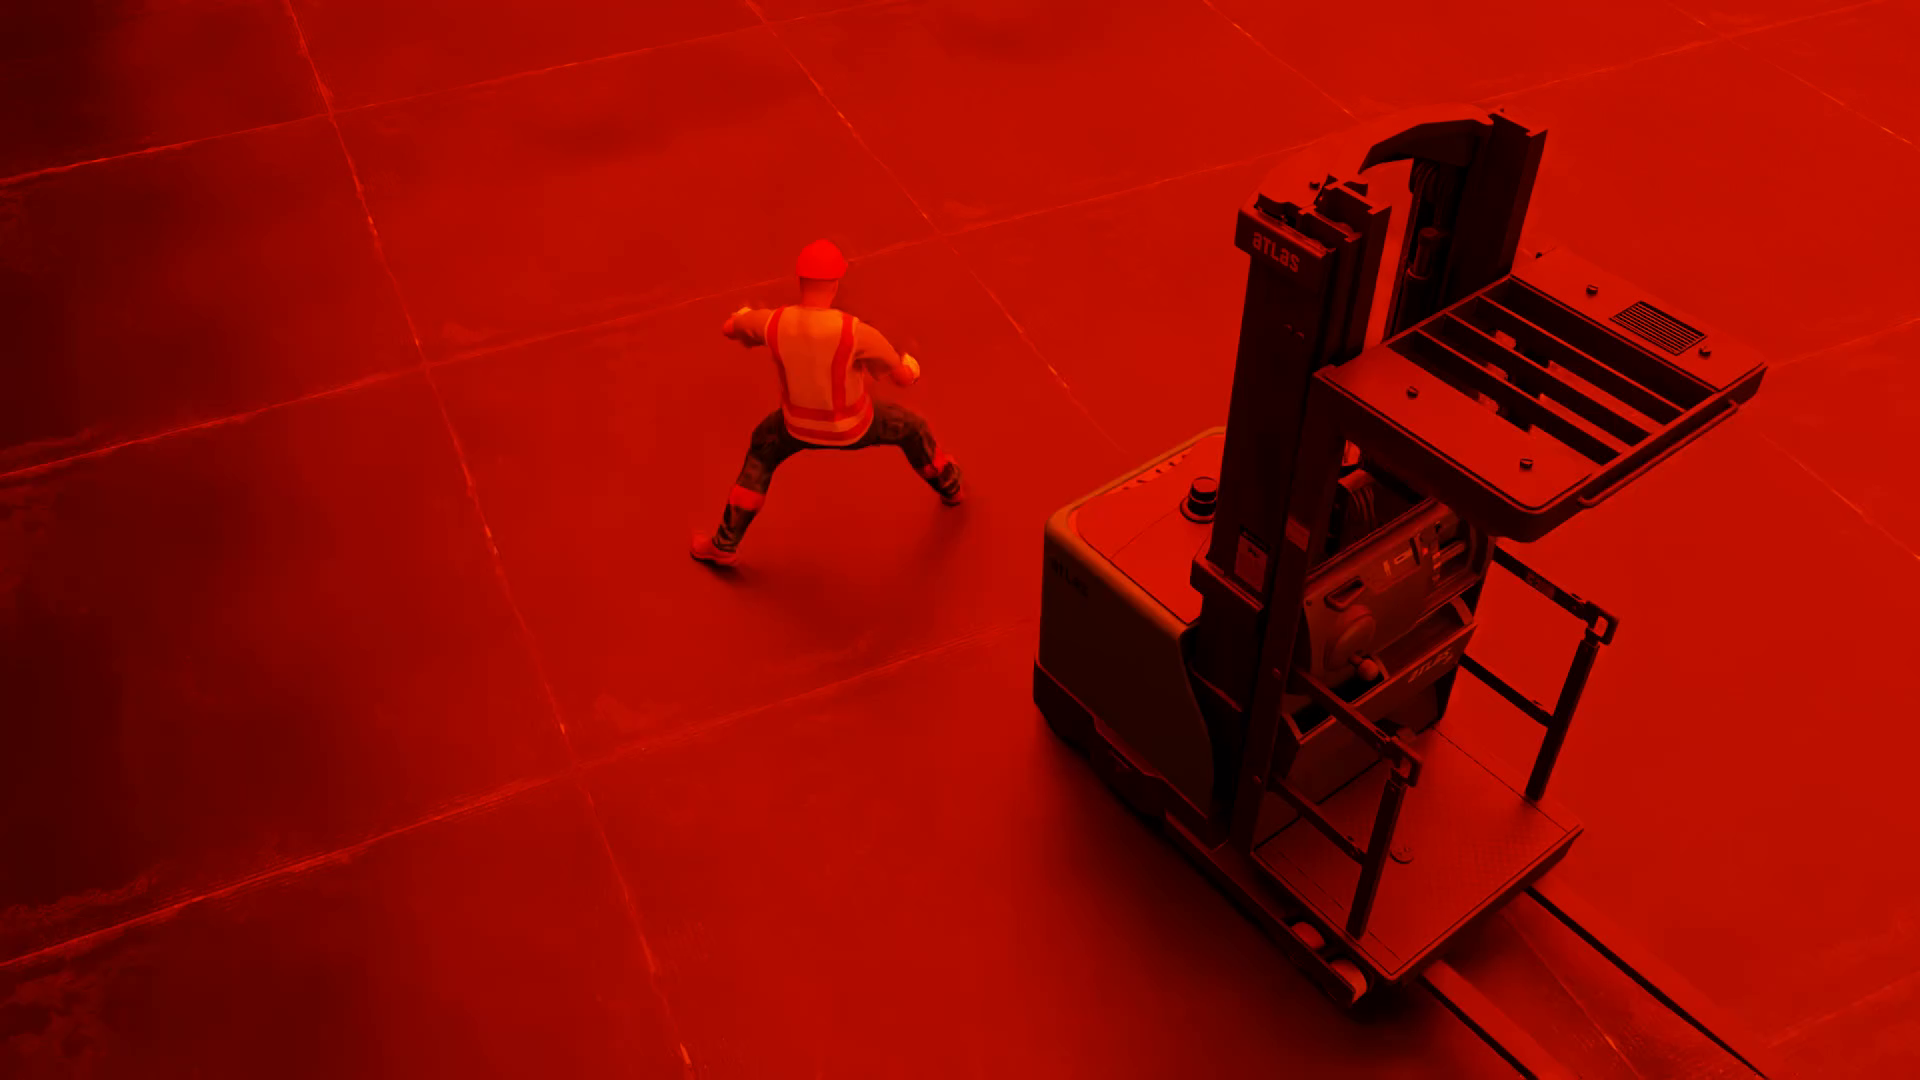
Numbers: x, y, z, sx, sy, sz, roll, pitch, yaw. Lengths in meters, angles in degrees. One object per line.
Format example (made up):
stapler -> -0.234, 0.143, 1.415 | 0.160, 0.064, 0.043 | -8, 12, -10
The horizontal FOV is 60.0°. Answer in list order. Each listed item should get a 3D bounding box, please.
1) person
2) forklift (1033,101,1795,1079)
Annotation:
person -> -0.614, -0.683, 7.408 | 1.157, 1.591, 1.003 | 10, 44, 11
forklift -> 1.608, 0.219, 5.446 | 1.130, 2.935, 3.031 | -28, 50, -27
